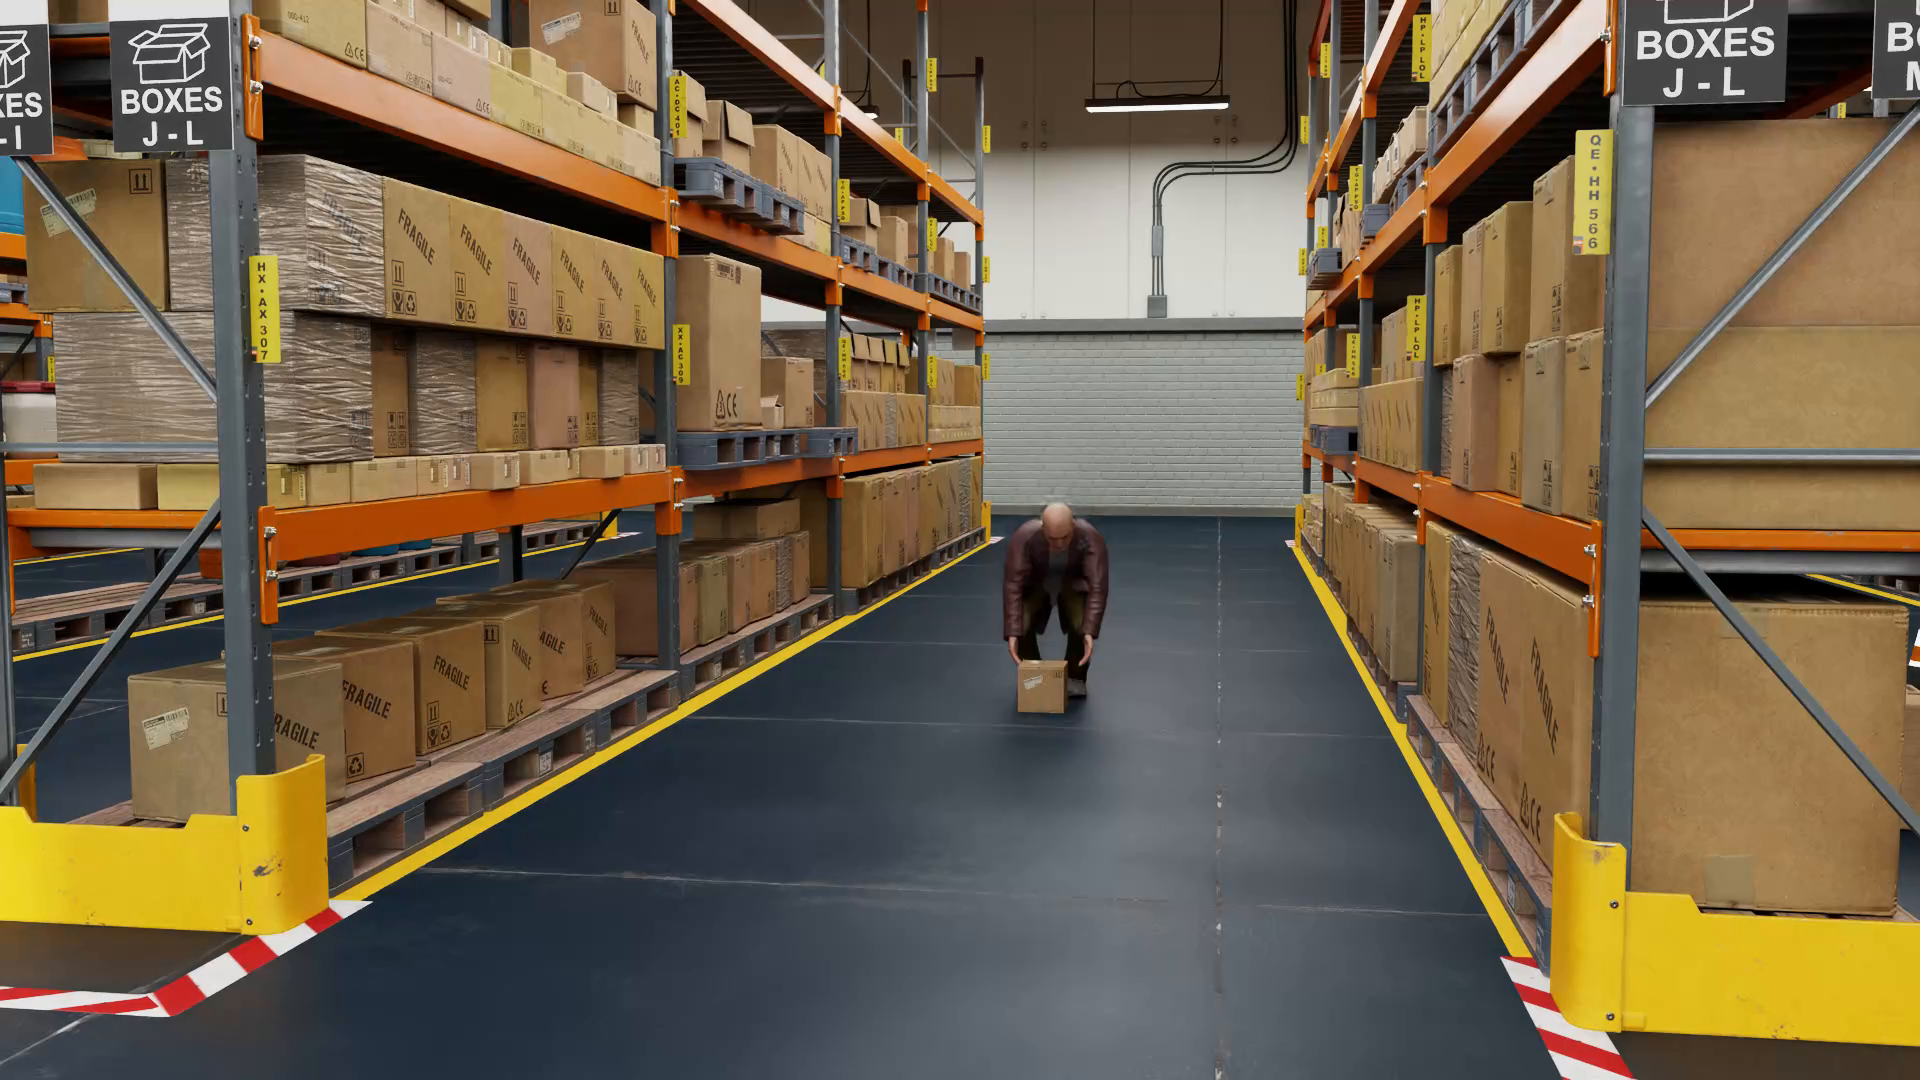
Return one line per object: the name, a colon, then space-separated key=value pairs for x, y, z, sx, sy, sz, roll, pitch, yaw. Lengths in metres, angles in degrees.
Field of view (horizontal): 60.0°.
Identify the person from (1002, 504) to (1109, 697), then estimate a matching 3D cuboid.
person: x=0.546 y=0.337 z=9.478 sx=0.619 sy=1.122 sz=0.855 roll=1 pitch=4 yaw=9
